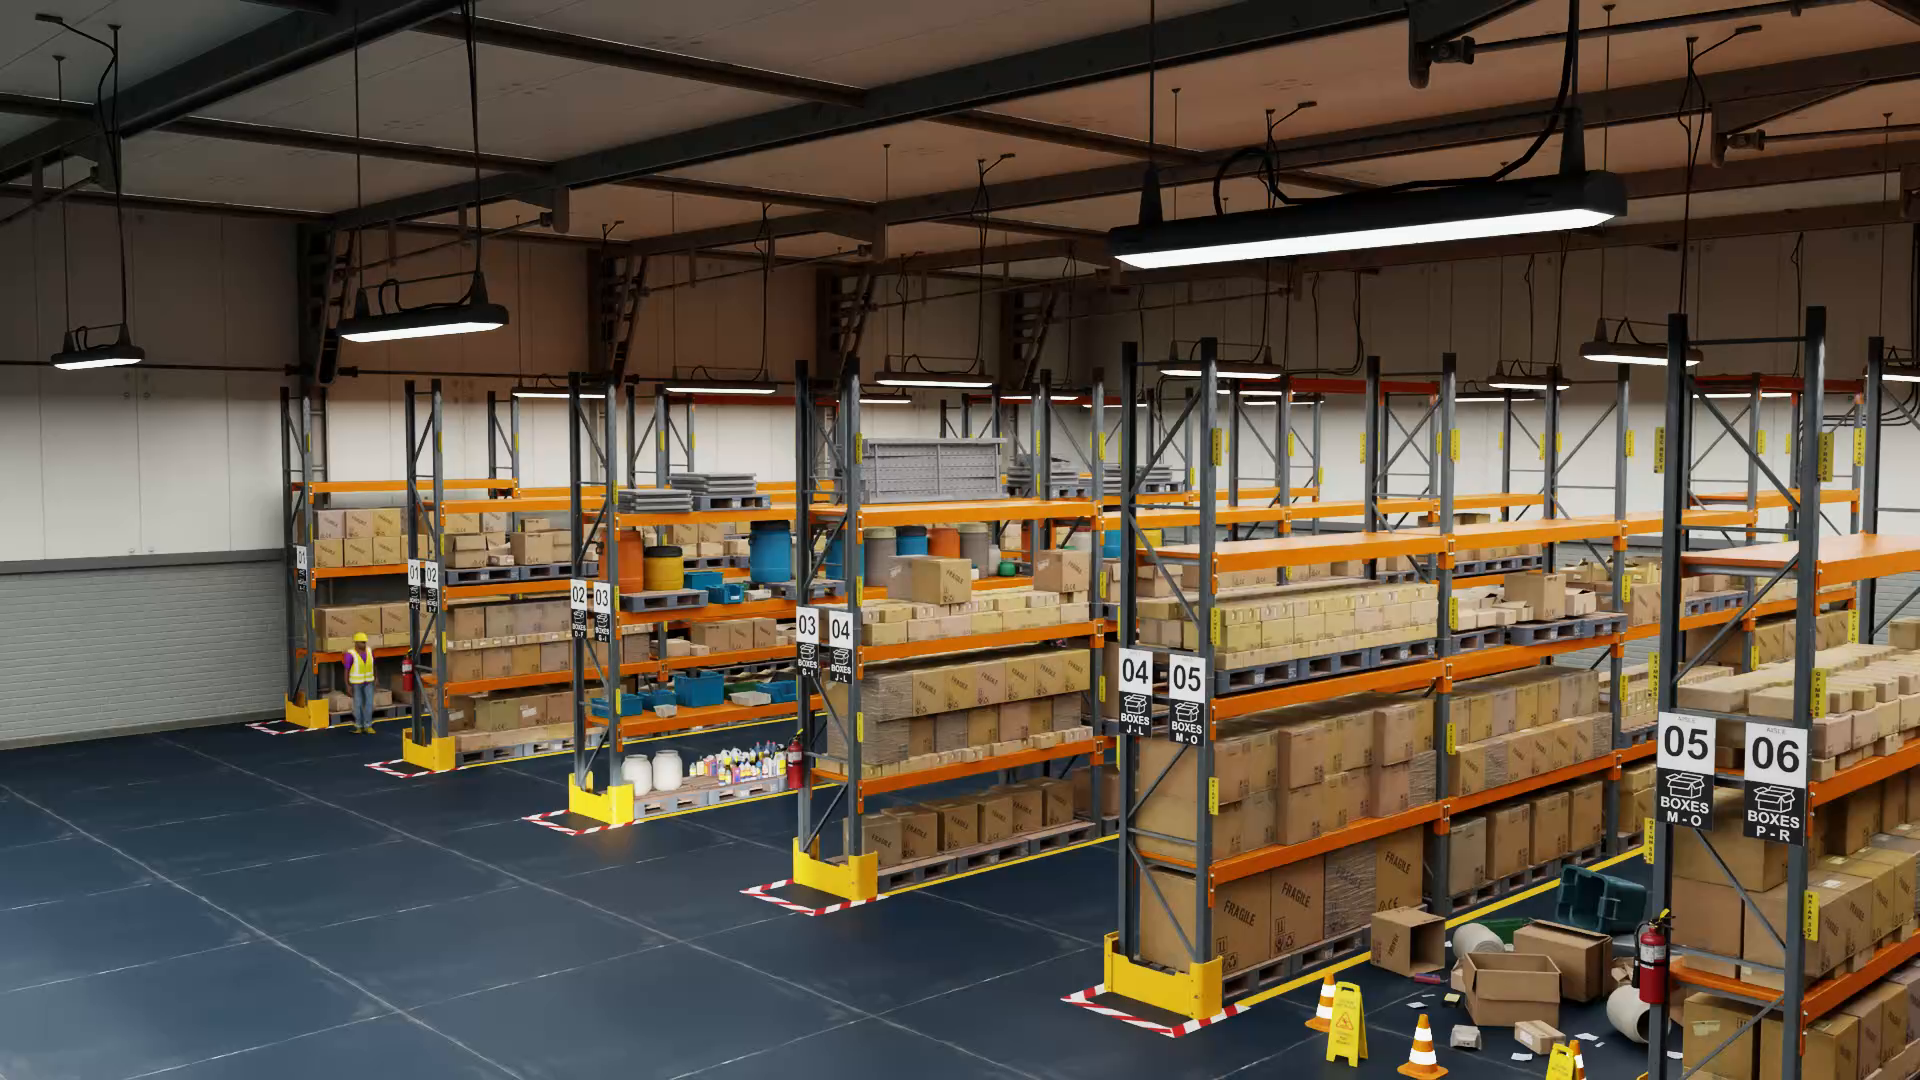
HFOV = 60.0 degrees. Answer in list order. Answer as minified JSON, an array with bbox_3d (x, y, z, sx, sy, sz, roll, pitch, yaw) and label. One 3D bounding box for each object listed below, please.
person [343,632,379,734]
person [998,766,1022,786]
[{"bbox_3d":[-10.289,2.458,28.577,0.433,1.762,0.603,4,5,45],"label":"person"},{"bbox_3d":[0.690,2.827,23.882,0.381,1.703,0.561,2,4,34],"label":"person"}]
